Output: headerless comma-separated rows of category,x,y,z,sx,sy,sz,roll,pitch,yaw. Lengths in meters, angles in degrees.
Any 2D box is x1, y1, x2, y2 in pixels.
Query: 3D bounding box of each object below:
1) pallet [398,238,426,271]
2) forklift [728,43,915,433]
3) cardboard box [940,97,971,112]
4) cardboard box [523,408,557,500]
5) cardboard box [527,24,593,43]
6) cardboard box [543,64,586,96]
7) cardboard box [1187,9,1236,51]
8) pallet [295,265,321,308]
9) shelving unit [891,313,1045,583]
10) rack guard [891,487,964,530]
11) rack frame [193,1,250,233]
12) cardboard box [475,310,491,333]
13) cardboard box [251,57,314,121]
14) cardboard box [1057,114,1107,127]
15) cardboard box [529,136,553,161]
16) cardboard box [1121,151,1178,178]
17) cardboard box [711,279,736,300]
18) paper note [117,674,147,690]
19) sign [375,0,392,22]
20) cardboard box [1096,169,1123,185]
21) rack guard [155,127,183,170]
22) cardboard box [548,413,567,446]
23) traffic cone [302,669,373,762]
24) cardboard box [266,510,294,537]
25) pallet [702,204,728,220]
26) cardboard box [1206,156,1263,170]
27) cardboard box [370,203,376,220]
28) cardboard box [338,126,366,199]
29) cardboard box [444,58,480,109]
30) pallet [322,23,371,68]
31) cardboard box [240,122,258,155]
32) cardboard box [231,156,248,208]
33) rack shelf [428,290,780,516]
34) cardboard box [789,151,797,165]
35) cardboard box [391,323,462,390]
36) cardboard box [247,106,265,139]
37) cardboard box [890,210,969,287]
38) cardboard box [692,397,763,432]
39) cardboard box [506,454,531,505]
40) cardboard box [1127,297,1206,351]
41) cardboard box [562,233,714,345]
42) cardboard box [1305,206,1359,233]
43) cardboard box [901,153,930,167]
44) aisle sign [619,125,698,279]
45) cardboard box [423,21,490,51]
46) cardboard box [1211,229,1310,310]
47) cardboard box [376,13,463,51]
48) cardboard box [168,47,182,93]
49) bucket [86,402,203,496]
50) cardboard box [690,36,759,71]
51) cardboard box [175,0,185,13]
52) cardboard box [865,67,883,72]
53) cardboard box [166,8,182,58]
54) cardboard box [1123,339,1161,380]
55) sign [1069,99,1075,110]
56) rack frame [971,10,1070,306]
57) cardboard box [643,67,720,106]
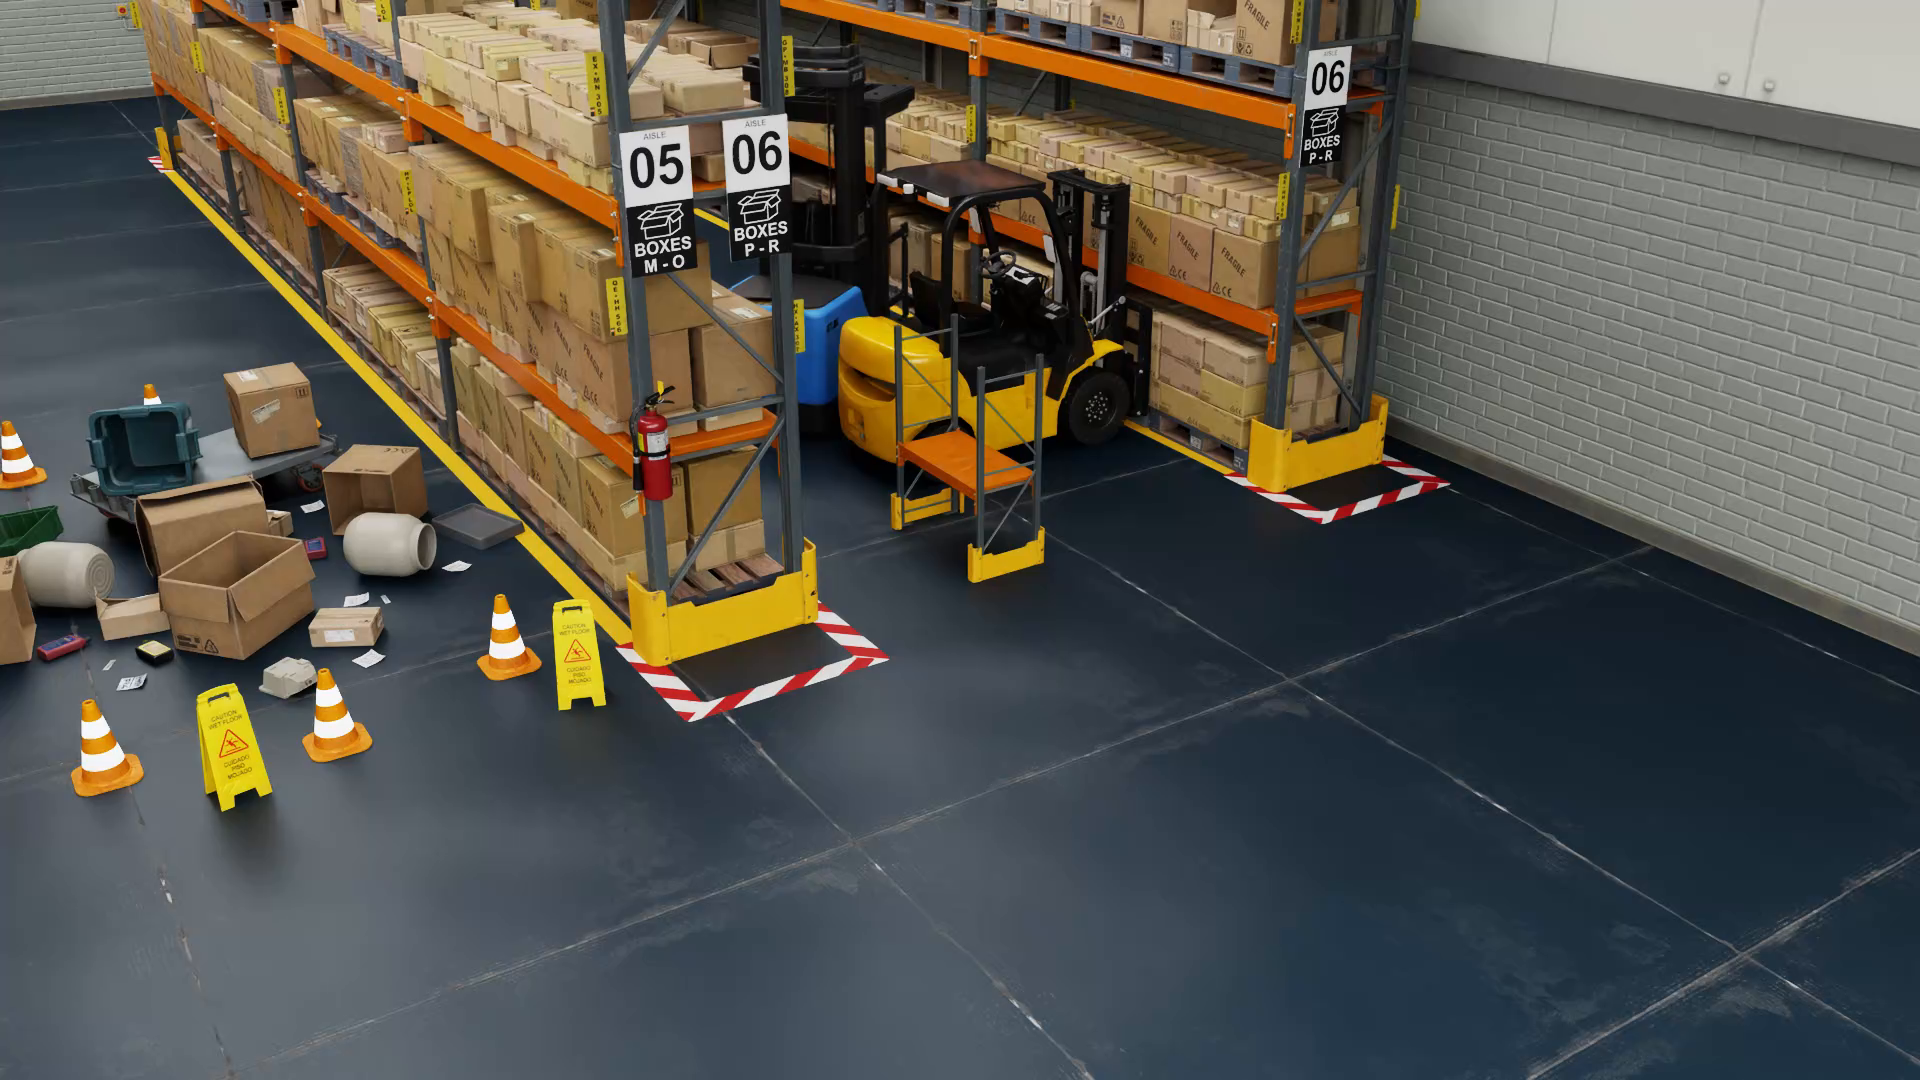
pallet,-3.902,-2.399,13.505,1.003,0.211,1.213,-16,29,-30
forklift,-1.035,-2.786,14.180,1.130,2.935,3.031,9,27,19
cardboard box,0.028,-4.230,16.282,0.380,0.149,0.250,-16,29,-30
cardboard box,-2.636,-0.627,11.378,0.500,0.500,0.500,-16,30,-31
cardboard box,-2.669,-3.350,11.142,0.380,0.149,0.250,-16,30,-31
cardboard box,-2.214,-2.694,9.752,0.380,0.149,0.250,-15,29,-29
cardboard box,1.888,-3.753,12.183,0.396,0.266,0.258,-15,29,-29
pallet,-6.158,-2.648,17.074,1.003,0.211,1.213,-16,29,-30
shelving unit,0.042,-0.651,11.334,0.587,1.500,1.083,-16,29,-30
rack guard,-0.230,-0.264,11.979,0.587,0.250,0.087,-16,29,-30
rack frame,-7.974,-5.040,18.875,1.000,3.000,0.127,-16,29,-30
cardboard box,-3.246,-1.615,11.913,0.380,0.149,0.250,-15,29,-28
cardboard box,-6.579,-4.412,16.256,0.500,0.500,0.500,-15,29,-29
cardboard box,1.080,-3.666,14.740,0.380,0.149,0.250,-16,30,-31
cardboard box,-2.390,-2.422,10.109,0.380,0.149,0.250,-16,30,-30
cardboard box,1.519,-3.005,13.339,0.380,0.149,0.250,-15,29,-29
cardboard box,-1.735,-1.346,10.584,0.500,0.500,0.500,-15,29,-28
paper note,-4.926,0.844,9.891,0.144,0.017,0.142,-6,26,-12
sign,-4.070,-3.816,11.702,0.100,0.325,0.005,-16,29,-30
cardboard box,1.331,-2.942,13.554,0.380,0.149,0.250,-16,30,-31
rack guard,-10.171,-5.349,22.457,1.175,0.500,0.348,-16,29,-30
cardboard box,-2.470,-0.759,10.897,0.380,0.149,0.250,-15,29,-29
traffic cone,-3.483,0.927,9.207,0.336,0.463,0.334,-16,29,-30
cardboard box,-4.960,-0.150,11.720,0.396,0.266,0.258,7,26,15
pallet,-2.672,-4.218,20.400,1.003,0.211,1.213,-16,29,-30
cardboard box,2.171,-2.922,13.162,0.380,0.149,0.250,-15,29,-28
cardboard box,-4.664,-2.743,13.811,0.380,0.149,0.250,-16,29,-30
cardboard box,-4.886,-3.210,14.041,0.500,0.500,0.500,-17,30,-31
cardboard box,-3.044,-3.016,10.901,0.500,0.250,0.500,-15,29,-29
pallet,-4.423,-4.066,13.518,1.213,0.211,1.003,-16,29,-30
cardboard box,-7.140,-4.200,17.272,0.500,0.250,0.500,-16,30,-30
cardboard box,-8.227,-4.321,19.861,0.875,0.438,0.875,-16,30,-30
rack shelf,-2.515,-1.138,11.451,1.077,0.370,4.000,-16,29,-30
cardboard box,-1.780,-4.480,19.366,0.380,0.149,0.250,-15,29,-28
cardboard box,-4.291,-1.623,14.224,0.950,0.372,0.625,-14,28,-26
cardboard box,-6.847,-4.242,16.775,0.500,0.250,0.500,-16,30,-31
cardboard box,-0.162,-2.916,16.665,0.875,0.625,0.625,-16,30,-30
cardboard box,-1.435,-0.804,10.196,0.380,0.149,0.250,-15,29,-29
cardboard box,-2.918,-0.473,11.931,0.500,0.250,0.500,-16,30,-30
cardboard box,1.653,-1.756,13.476,0.500,0.250,0.500,-15,29,-29
cardboard box,-1.885,-1.511,9.763,0.700,0.500,0.500,-16,30,-31
cardboard box,2.766,-2.426,12.461,0.380,0.149,0.250,-16,30,-31
cardboard box,-0.224,-3.566,15.929,0.500,0.250,0.500,-16,29,-30
aisle sign,-1.632,-1.834,9.037,0.394,0.787,0.004,-16,29,-30
cardboard box,-3.405,-3.410,11.269,0.380,0.149,0.250,-17,30,-31
cardboard box,2.245,-2.066,12.458,0.500,0.500,0.500,-16,30,-31
cardboard box,-4.047,-3.832,12.486,0.500,0.250,0.500,-16,30,-31
cardboard box,-9.287,-5.741,20.243,0.500,0.500,0.500,-14,29,-28
bucket,-5.693,-0.684,11.702,0.726,0.611,0.620,-6,16,-12
cardboard box,-2.680,-5.545,19.331,0.797,0.503,0.637,-16,30,-31
cardboard box,-8.910,-6.245,19.379,0.380,0.149,0.250,-16,30,-30
cardboard box,-1.050,-4.969,17.848,0.380,0.149,0.250,-15,29,-28
cardboard box,-9.019,-6.005,19.630,0.500,0.500,0.500,-15,29,-29
cardboard box,1.642,-1.541,13.607,0.500,0.250,0.500,-16,30,-31
sign,1.014,-3.894,15.340,0.100,0.325,0.005,-16,29,-30
rack frame,0.550,-3.336,15.266,1.000,3.000,0.127,-16,29,-30
cardboard box,-1.597,-2.612,9.579,0.380,0.149,0.250,-16,29,-30
